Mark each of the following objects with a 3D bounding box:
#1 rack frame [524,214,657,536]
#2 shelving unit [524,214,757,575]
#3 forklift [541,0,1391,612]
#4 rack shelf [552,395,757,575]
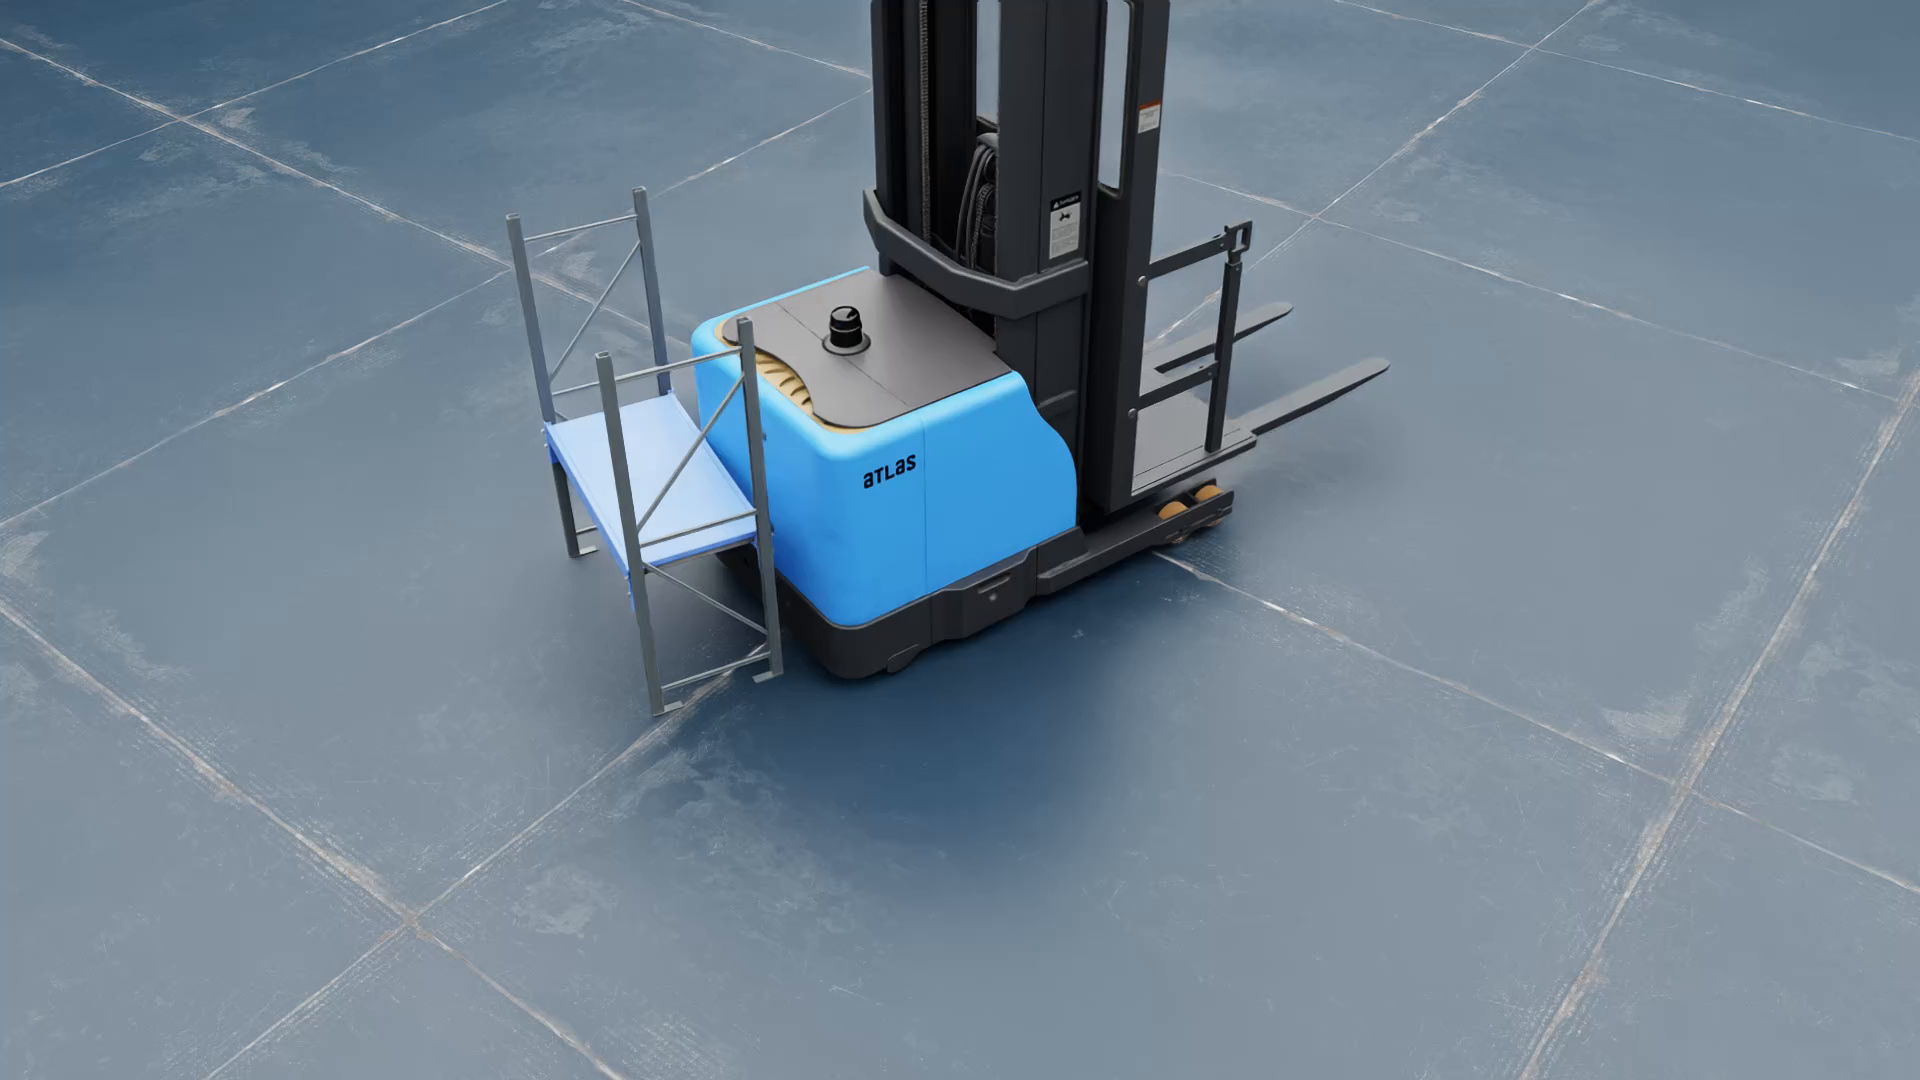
[{"bbox_3d":[-1.346,-0.592,6.290,0.475,1.308,0.013,-18,41,-21],"label":"rack frame"},{"bbox_3d":[-1.122,-0.324,5.947,0.475,1.308,0.991,-18,41,-21],"label":"shelving unit"},{"bbox_3d":[8.182,-0.660,4.675,14.776,3.598,13.291,-24,44,-28],"label":"forklift"},{"bbox_3d":[-1.111,-0.211,6.015,0.459,0.062,0.952,-18,41,-21],"label":"rack shelf"}]
